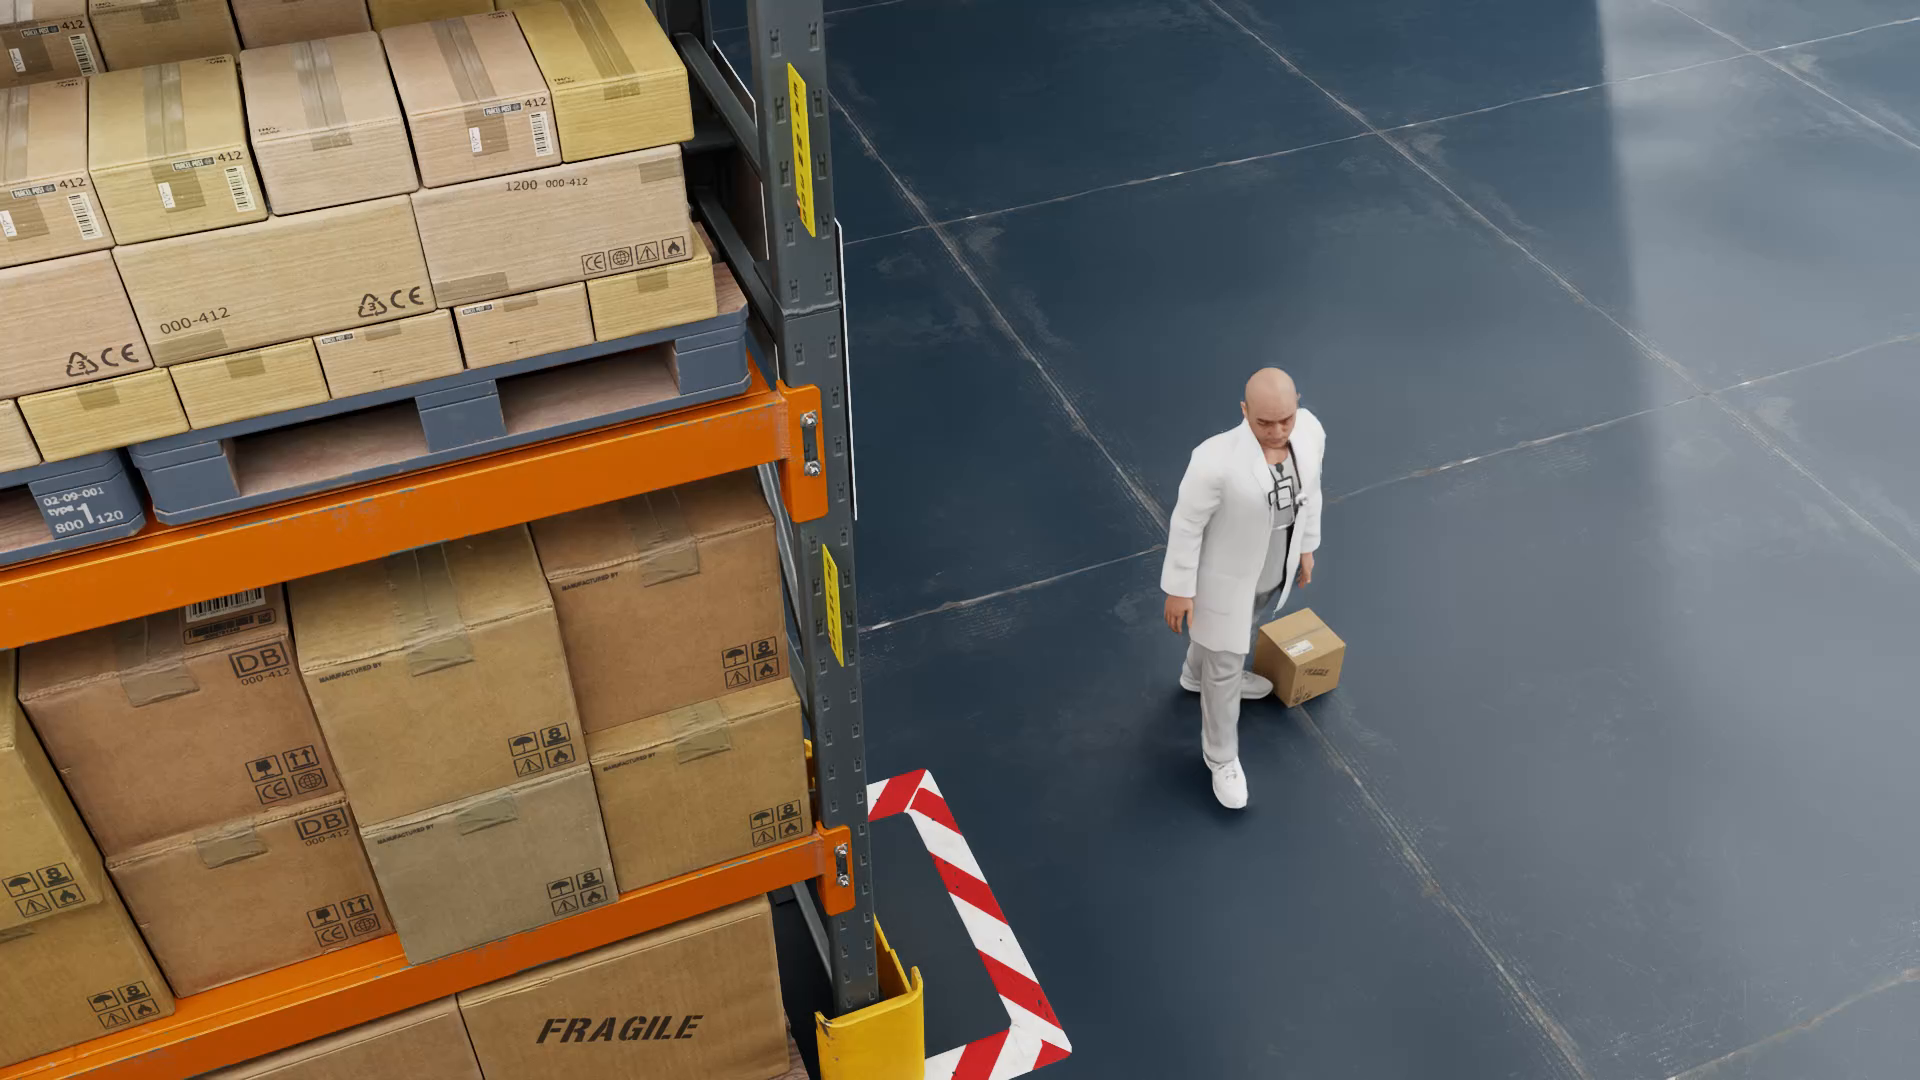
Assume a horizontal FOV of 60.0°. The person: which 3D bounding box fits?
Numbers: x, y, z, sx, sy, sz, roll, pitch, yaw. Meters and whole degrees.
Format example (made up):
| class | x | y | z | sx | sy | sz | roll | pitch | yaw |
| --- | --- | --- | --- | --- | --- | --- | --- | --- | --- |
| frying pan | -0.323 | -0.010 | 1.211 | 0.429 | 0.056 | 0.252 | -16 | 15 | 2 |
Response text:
| class | x | y | z | sx | sy | sz | roll | pitch | yaw |
| --- | --- | --- | --- | --- | --- | --- | --- | --- | --- |
| person | 1.037 | 0.125 | 6.019 | 0.652 | 1.777 | 0.691 | -23 | 46 | -24 |
